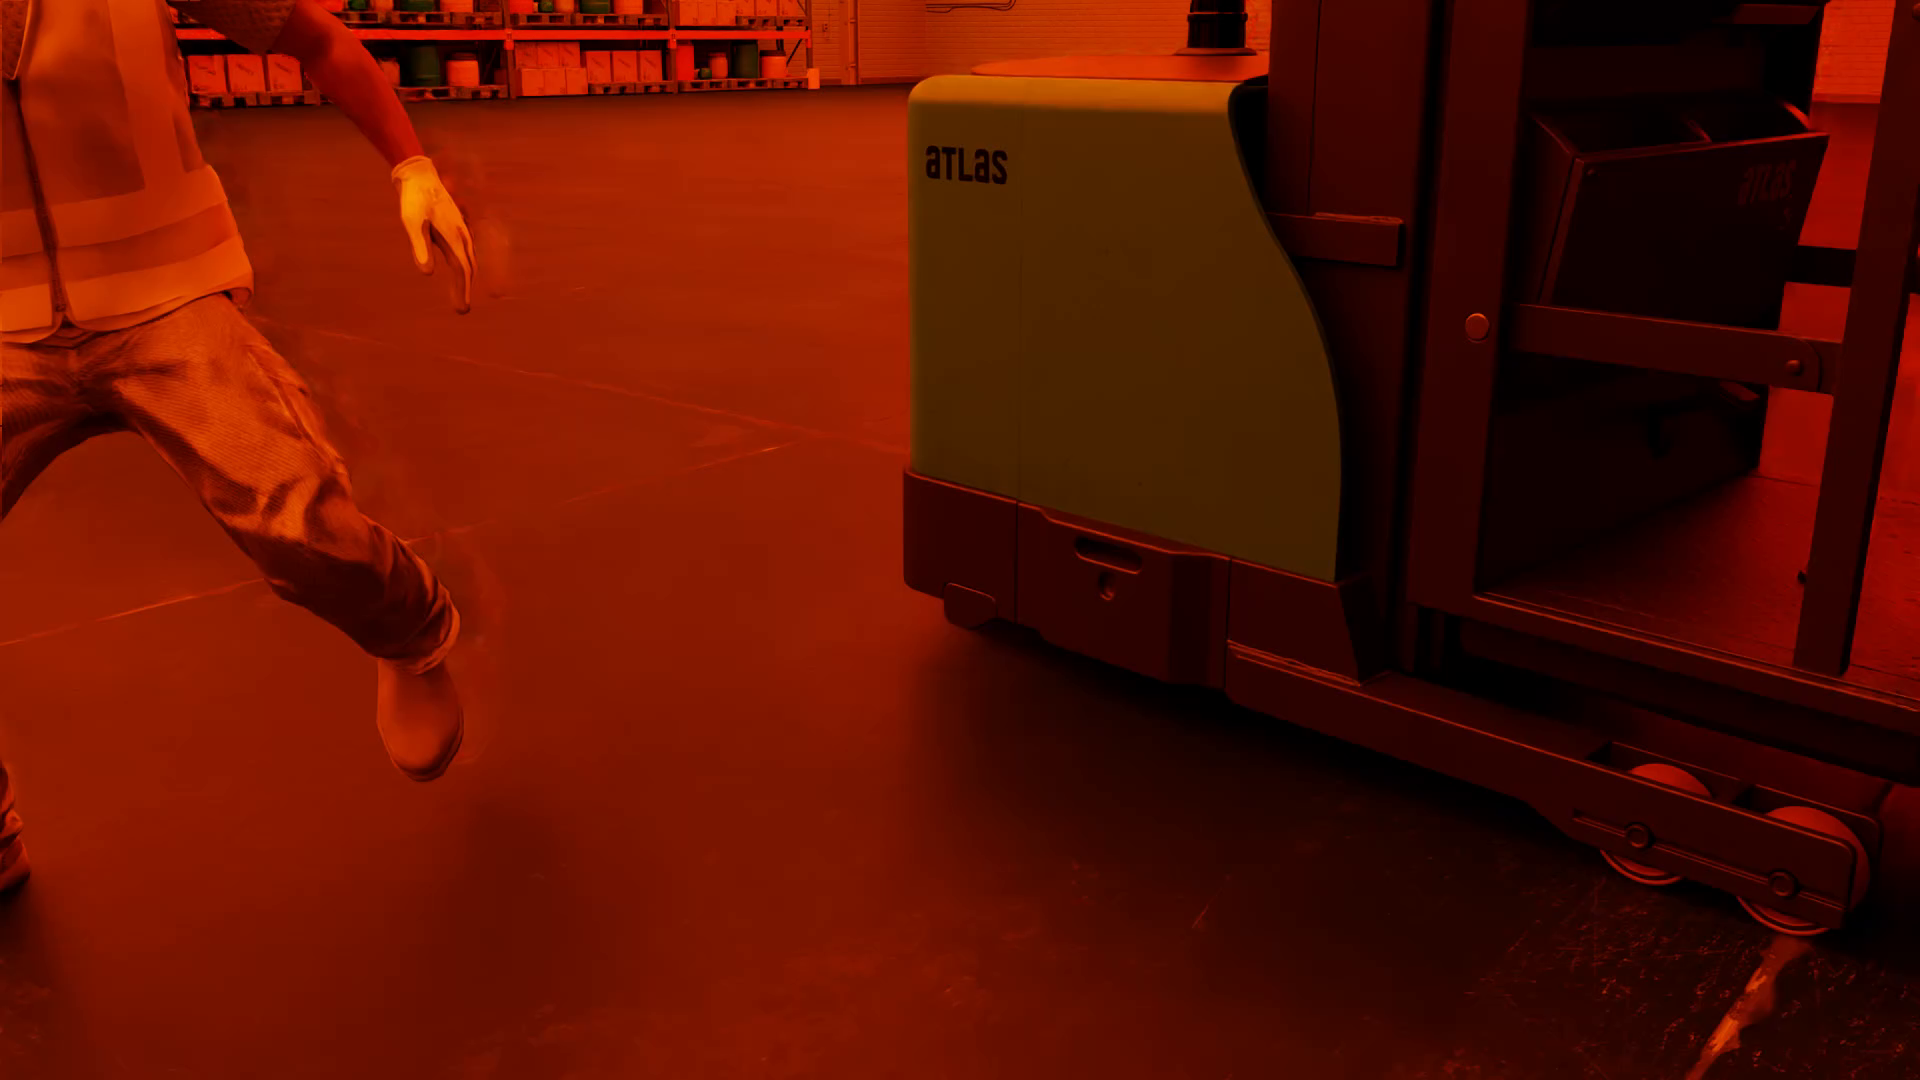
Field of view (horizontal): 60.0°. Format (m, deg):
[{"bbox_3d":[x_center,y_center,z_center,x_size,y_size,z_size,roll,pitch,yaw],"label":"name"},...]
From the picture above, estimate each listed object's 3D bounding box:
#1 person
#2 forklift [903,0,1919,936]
[{"bbox_3d":[-1.196,-0.291,2.154,1.121,1.653,0.510,-6,18,-20],"label":"person"},{"bbox_3d":[1.278,-1.046,2.343,1.130,2.935,3.031,-16,23,-42],"label":"forklift"}]
